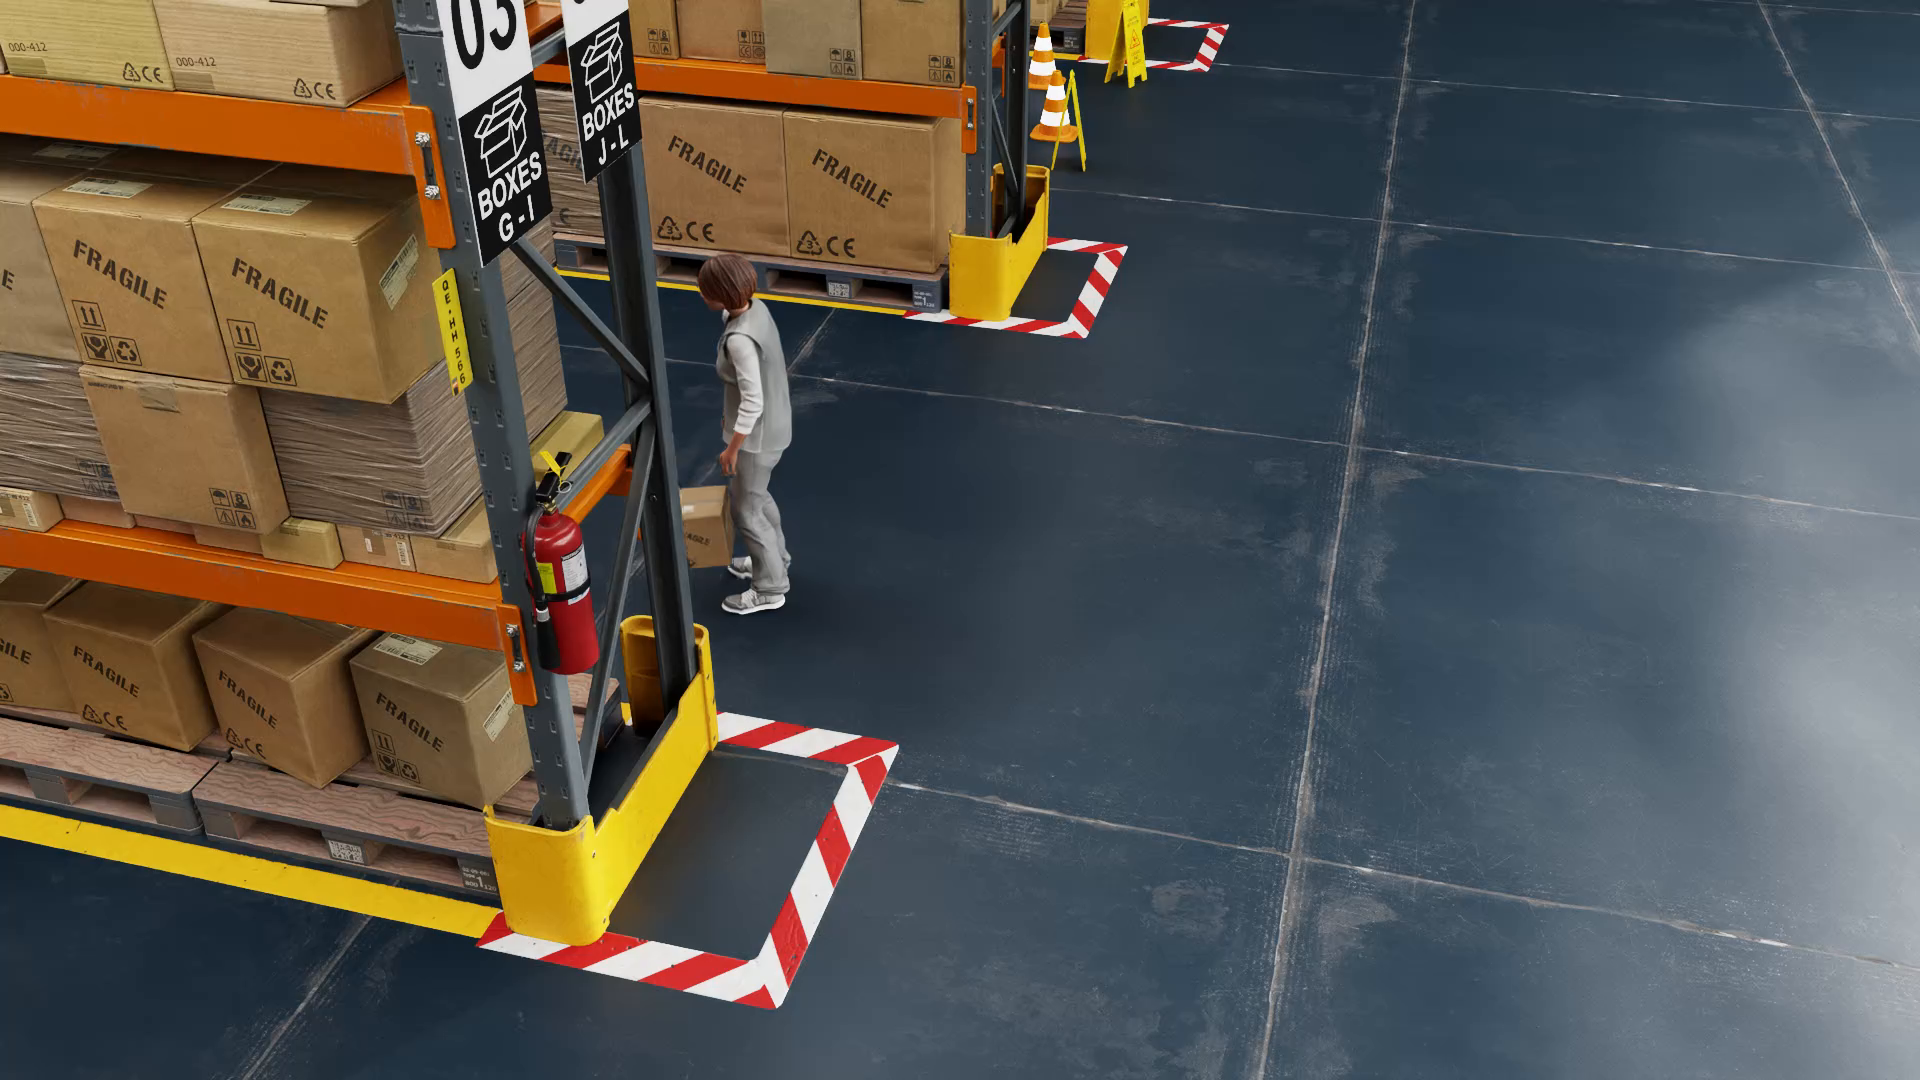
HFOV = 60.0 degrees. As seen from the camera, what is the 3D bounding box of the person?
[{"bbox_3d":[-0.856,-0.431,6.803,0.341,1.596,0.455,-2,33,-2],"label":"person"}]
